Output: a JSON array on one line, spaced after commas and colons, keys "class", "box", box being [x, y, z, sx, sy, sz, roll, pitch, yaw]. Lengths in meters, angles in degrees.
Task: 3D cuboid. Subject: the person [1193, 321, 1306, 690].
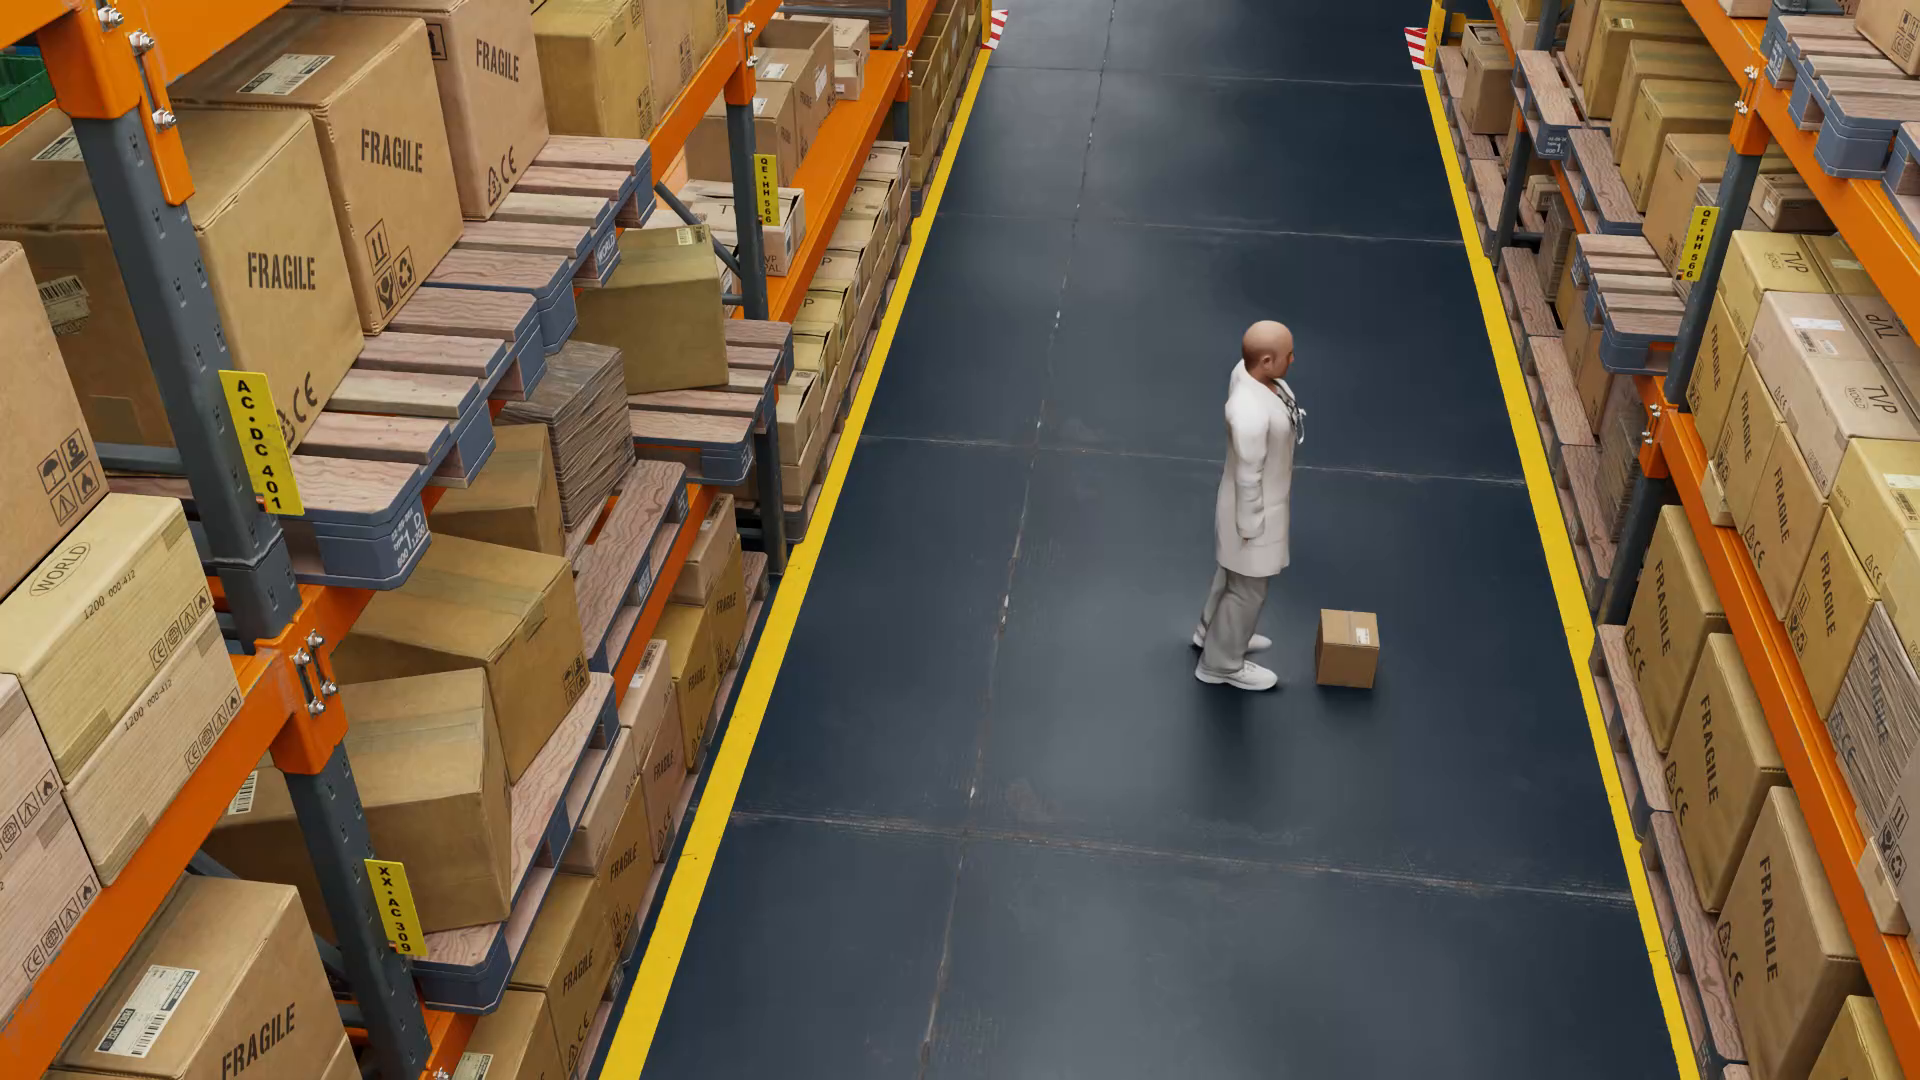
[{"class": "person", "box": [1.285, -0.153, 7.288, 0.395, 1.793, 0.563, 5, 36, 7]}]
